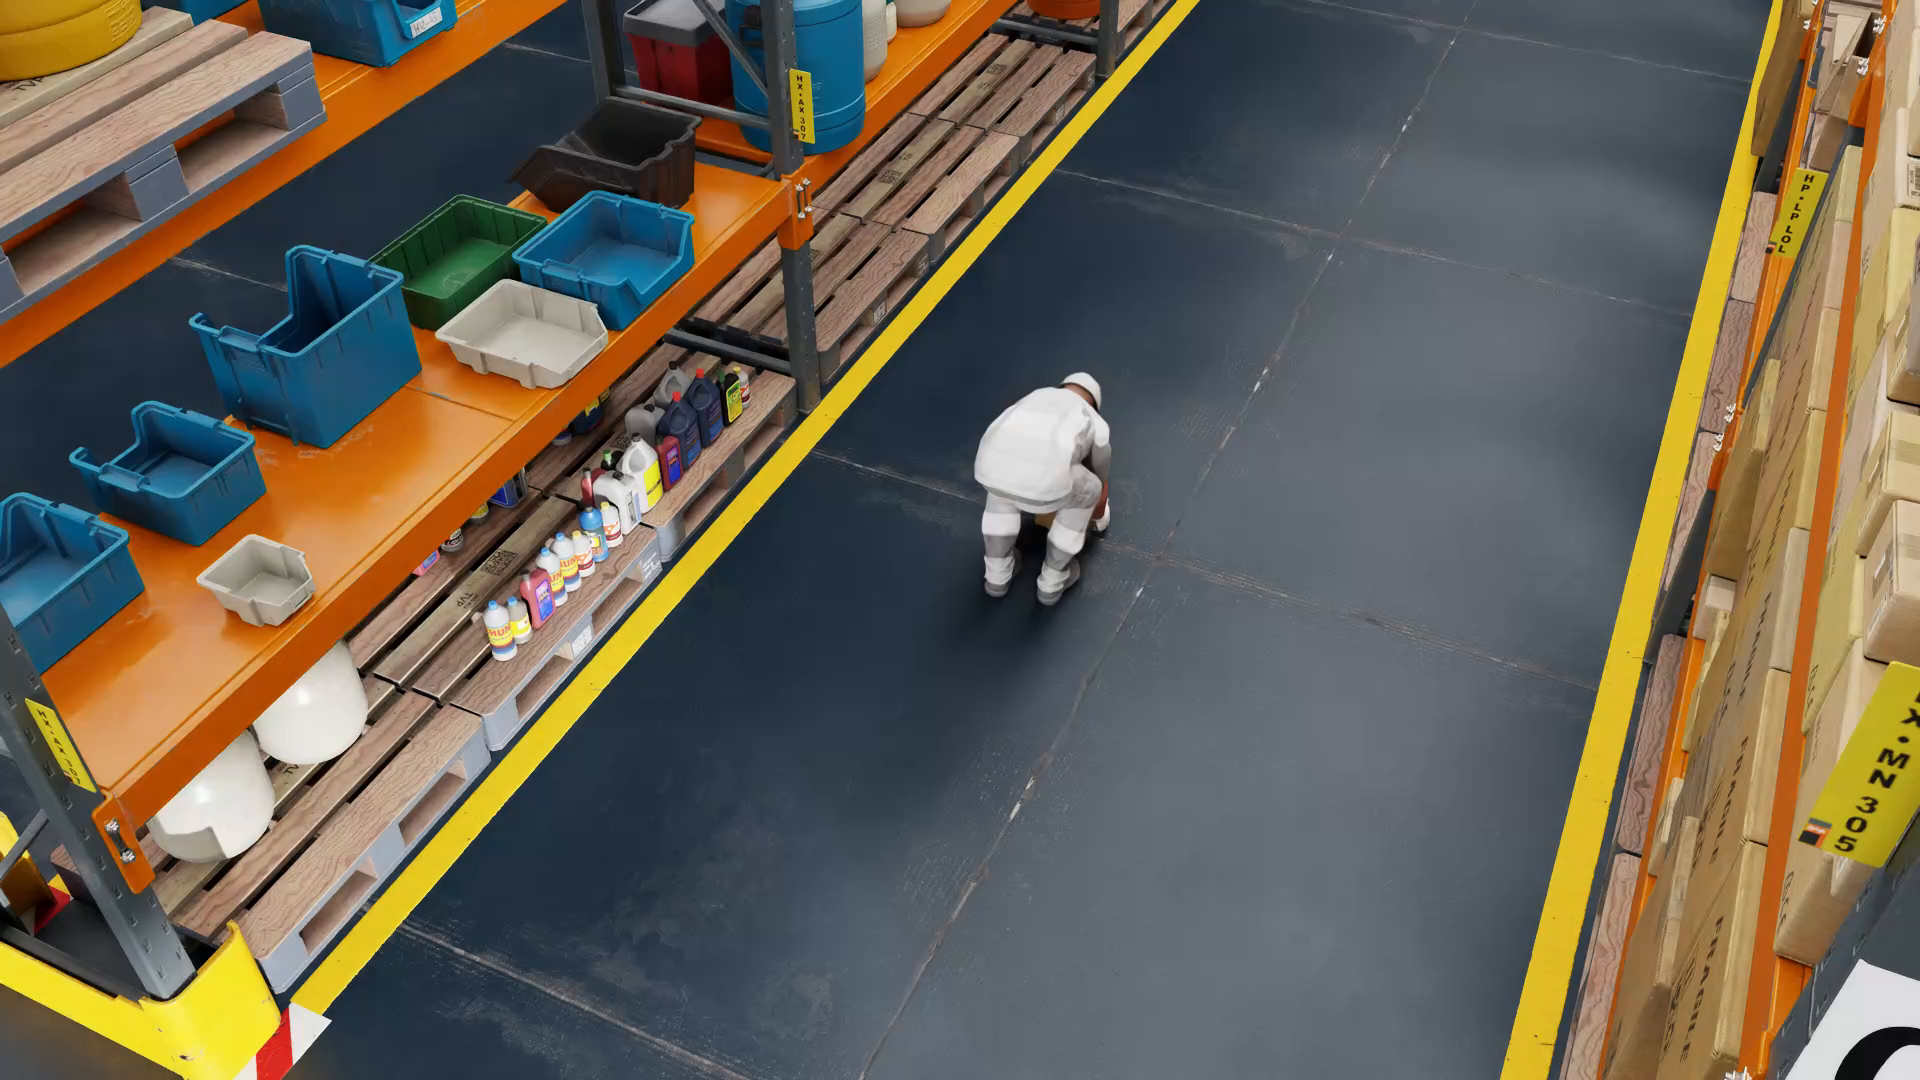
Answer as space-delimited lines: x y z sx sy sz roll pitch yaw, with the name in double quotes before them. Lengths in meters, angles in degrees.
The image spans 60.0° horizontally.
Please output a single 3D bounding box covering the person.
"person" 0.366 -0.264 7.062 0.528 0.956 0.949 15 44 16
